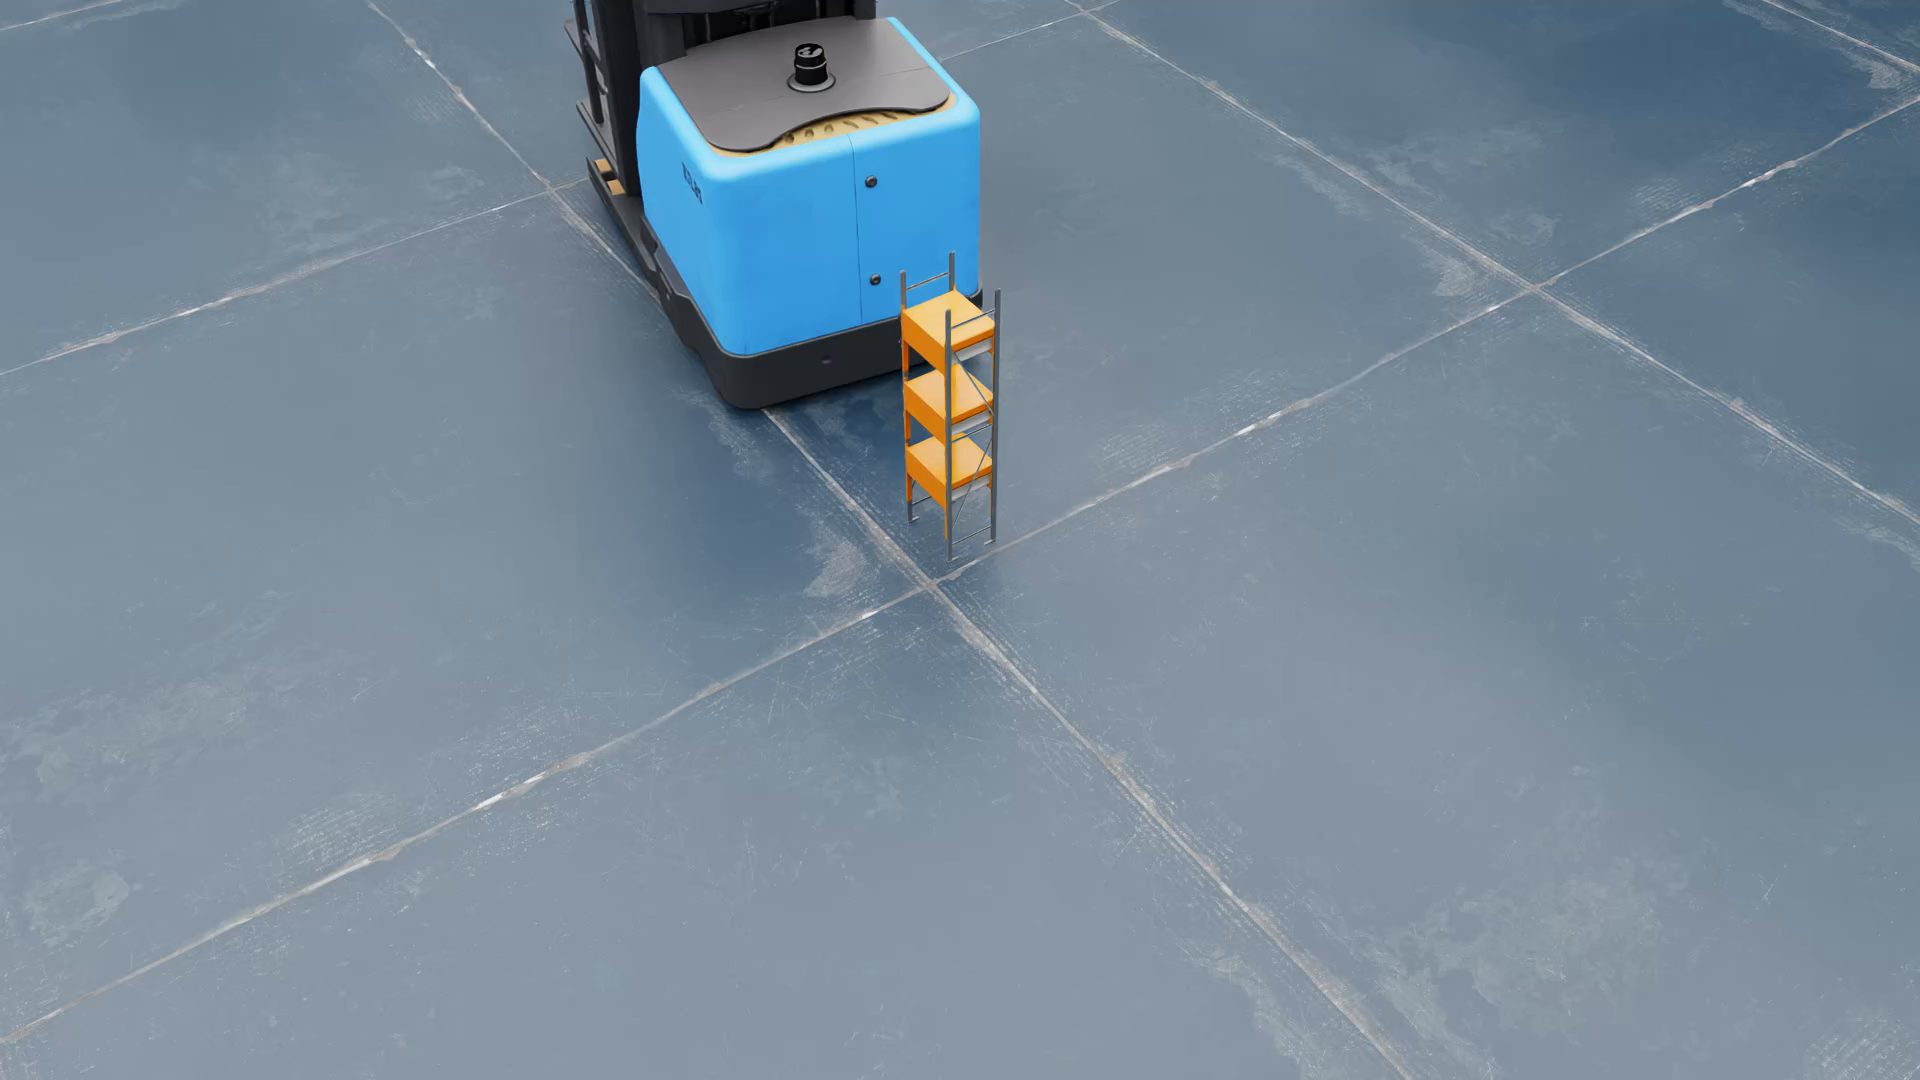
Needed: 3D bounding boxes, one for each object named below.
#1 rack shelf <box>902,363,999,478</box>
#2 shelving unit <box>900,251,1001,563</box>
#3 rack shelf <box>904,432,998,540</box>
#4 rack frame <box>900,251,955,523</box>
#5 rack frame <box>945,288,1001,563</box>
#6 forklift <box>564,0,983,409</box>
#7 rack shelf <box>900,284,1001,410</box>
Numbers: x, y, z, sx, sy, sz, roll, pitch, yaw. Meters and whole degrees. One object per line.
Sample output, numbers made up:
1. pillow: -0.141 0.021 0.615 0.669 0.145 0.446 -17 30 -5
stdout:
1. rack shelf: -0.031 -0.402 5.427 0.215 0.259 0.240 -26 49 -24
2. shelving unit: -0.031 -0.410 5.419 0.215 1.050 0.252 -26 49 -24
3. rack shelf: -0.031 -0.201 5.618 0.215 0.259 0.240 -26 49 -24
4. rack frame: -0.100 -0.479 5.492 0.200 1.050 0.008 -26 49 -24
5. rack frame: 0.039 -0.341 5.347 0.200 1.050 0.008 -26 49 -24
6. forklift: -0.985 -2.569 6.319 1.130 2.935 3.031 -18 46 -17
7. rack shelf: -0.031 -0.608 5.231 0.215 0.259 0.240 -26 49 -24
